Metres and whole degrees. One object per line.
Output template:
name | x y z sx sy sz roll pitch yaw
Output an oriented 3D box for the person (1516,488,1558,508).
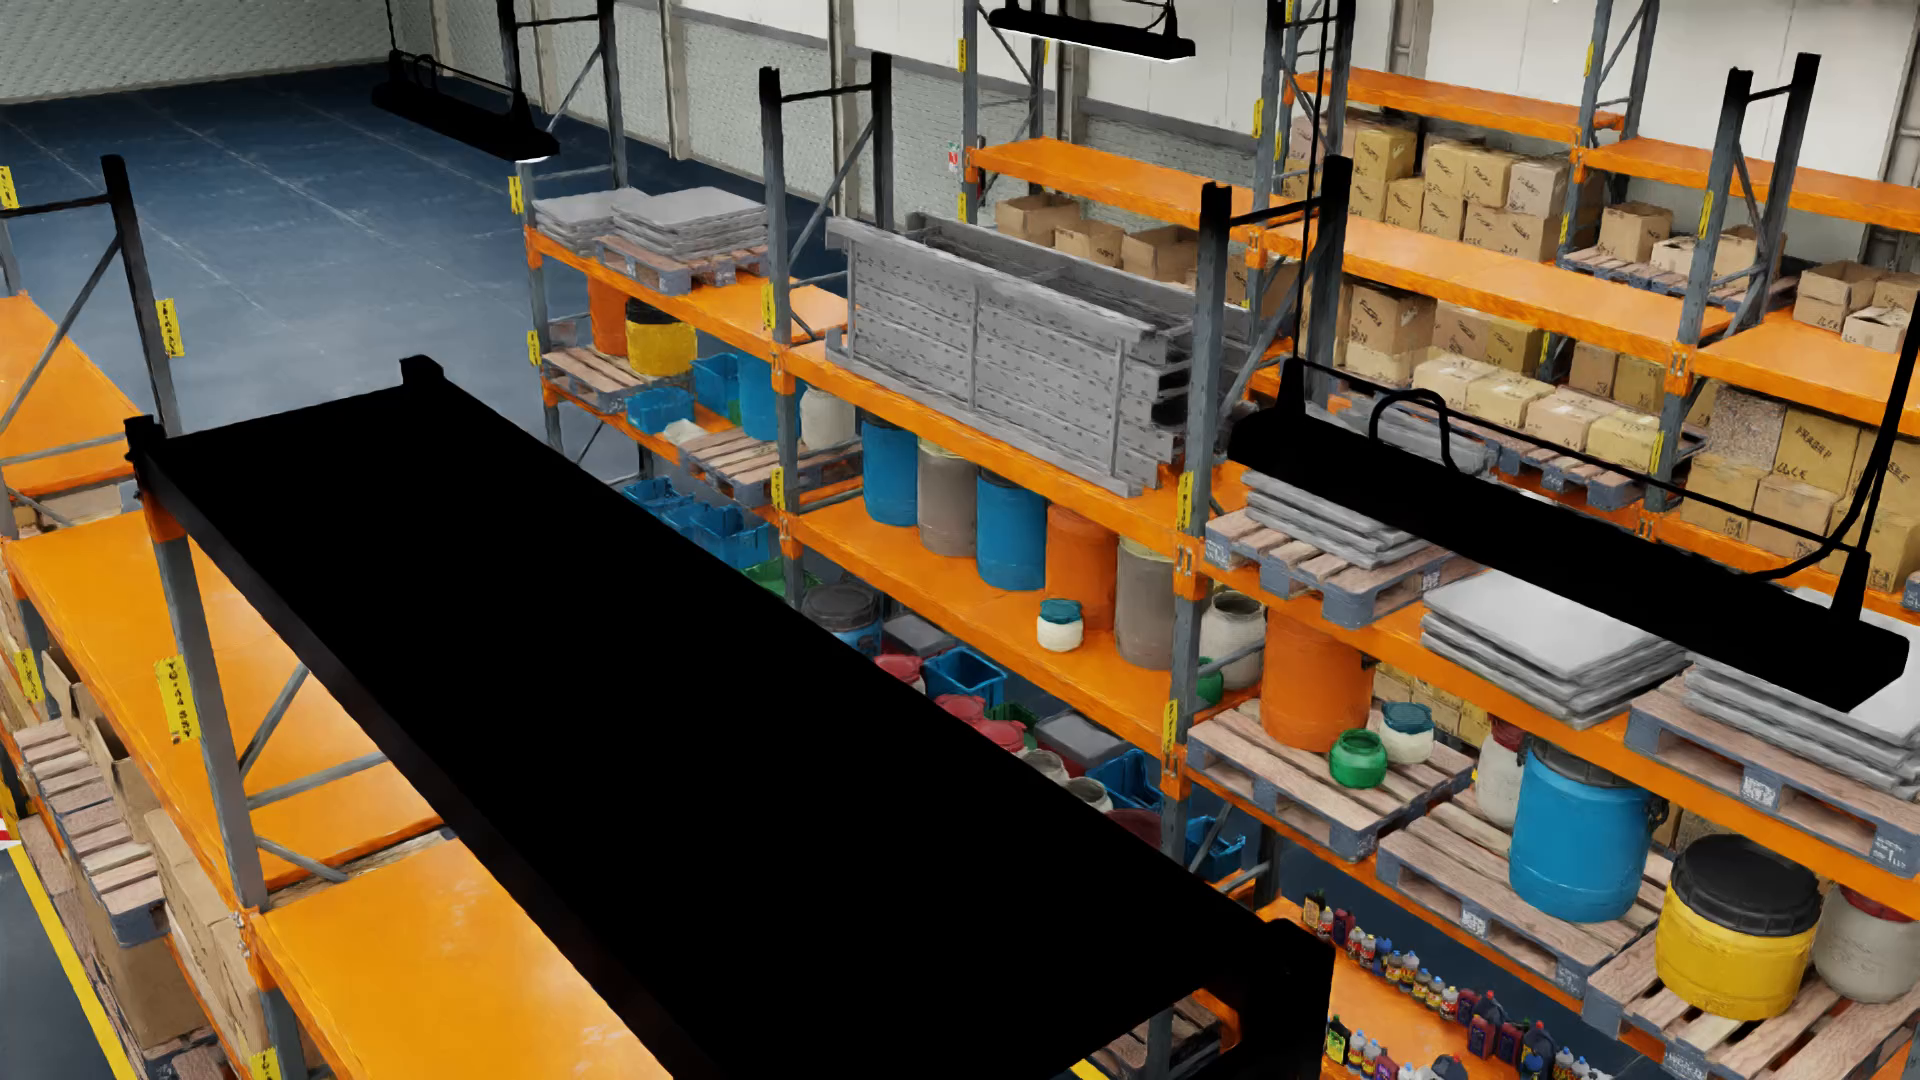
person | 5.600 0.028 16.218 0.567 1.736 0.807 -20 32 -35
